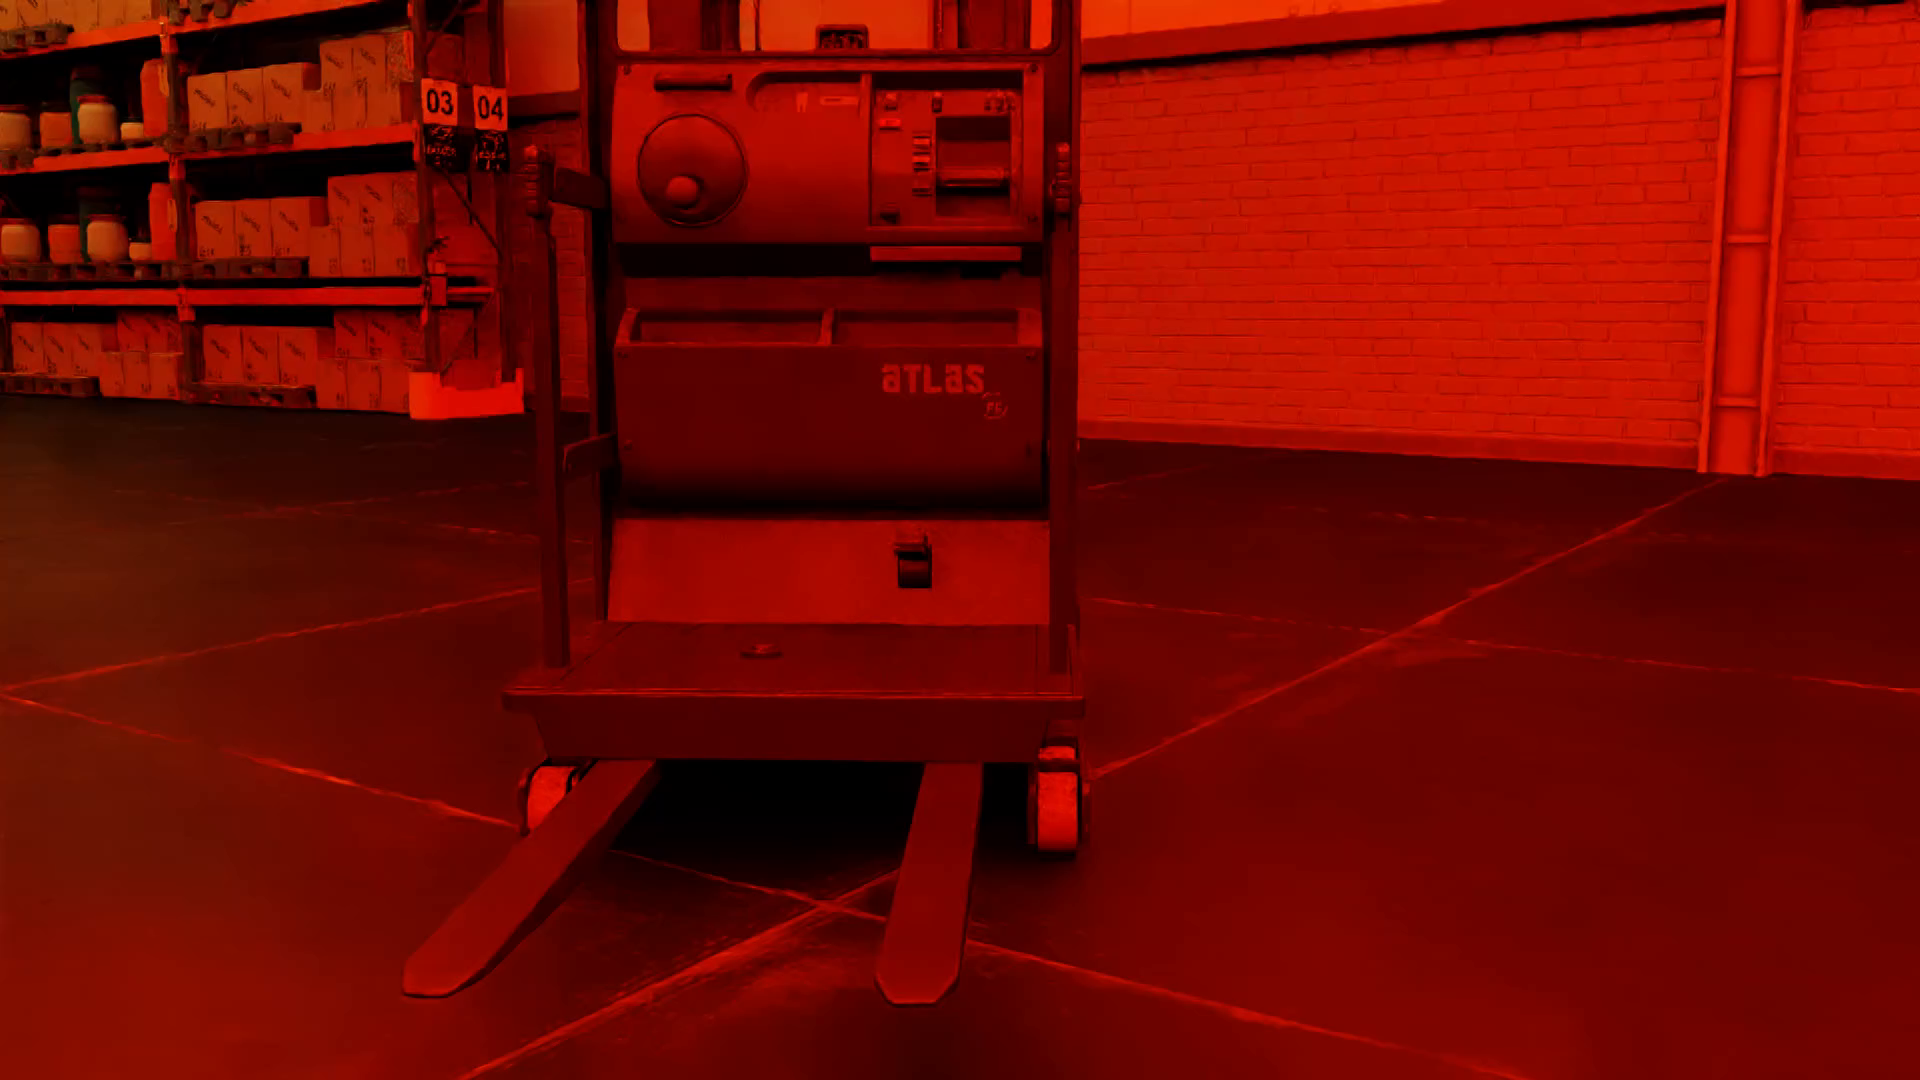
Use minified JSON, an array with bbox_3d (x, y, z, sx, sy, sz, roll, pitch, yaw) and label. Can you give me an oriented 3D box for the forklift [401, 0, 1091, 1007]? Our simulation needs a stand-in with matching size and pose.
[{"bbox_3d":[-0.292,-0.879,3.374,1.130,2.935,3.031,0,8,3],"label":"forklift"}]
